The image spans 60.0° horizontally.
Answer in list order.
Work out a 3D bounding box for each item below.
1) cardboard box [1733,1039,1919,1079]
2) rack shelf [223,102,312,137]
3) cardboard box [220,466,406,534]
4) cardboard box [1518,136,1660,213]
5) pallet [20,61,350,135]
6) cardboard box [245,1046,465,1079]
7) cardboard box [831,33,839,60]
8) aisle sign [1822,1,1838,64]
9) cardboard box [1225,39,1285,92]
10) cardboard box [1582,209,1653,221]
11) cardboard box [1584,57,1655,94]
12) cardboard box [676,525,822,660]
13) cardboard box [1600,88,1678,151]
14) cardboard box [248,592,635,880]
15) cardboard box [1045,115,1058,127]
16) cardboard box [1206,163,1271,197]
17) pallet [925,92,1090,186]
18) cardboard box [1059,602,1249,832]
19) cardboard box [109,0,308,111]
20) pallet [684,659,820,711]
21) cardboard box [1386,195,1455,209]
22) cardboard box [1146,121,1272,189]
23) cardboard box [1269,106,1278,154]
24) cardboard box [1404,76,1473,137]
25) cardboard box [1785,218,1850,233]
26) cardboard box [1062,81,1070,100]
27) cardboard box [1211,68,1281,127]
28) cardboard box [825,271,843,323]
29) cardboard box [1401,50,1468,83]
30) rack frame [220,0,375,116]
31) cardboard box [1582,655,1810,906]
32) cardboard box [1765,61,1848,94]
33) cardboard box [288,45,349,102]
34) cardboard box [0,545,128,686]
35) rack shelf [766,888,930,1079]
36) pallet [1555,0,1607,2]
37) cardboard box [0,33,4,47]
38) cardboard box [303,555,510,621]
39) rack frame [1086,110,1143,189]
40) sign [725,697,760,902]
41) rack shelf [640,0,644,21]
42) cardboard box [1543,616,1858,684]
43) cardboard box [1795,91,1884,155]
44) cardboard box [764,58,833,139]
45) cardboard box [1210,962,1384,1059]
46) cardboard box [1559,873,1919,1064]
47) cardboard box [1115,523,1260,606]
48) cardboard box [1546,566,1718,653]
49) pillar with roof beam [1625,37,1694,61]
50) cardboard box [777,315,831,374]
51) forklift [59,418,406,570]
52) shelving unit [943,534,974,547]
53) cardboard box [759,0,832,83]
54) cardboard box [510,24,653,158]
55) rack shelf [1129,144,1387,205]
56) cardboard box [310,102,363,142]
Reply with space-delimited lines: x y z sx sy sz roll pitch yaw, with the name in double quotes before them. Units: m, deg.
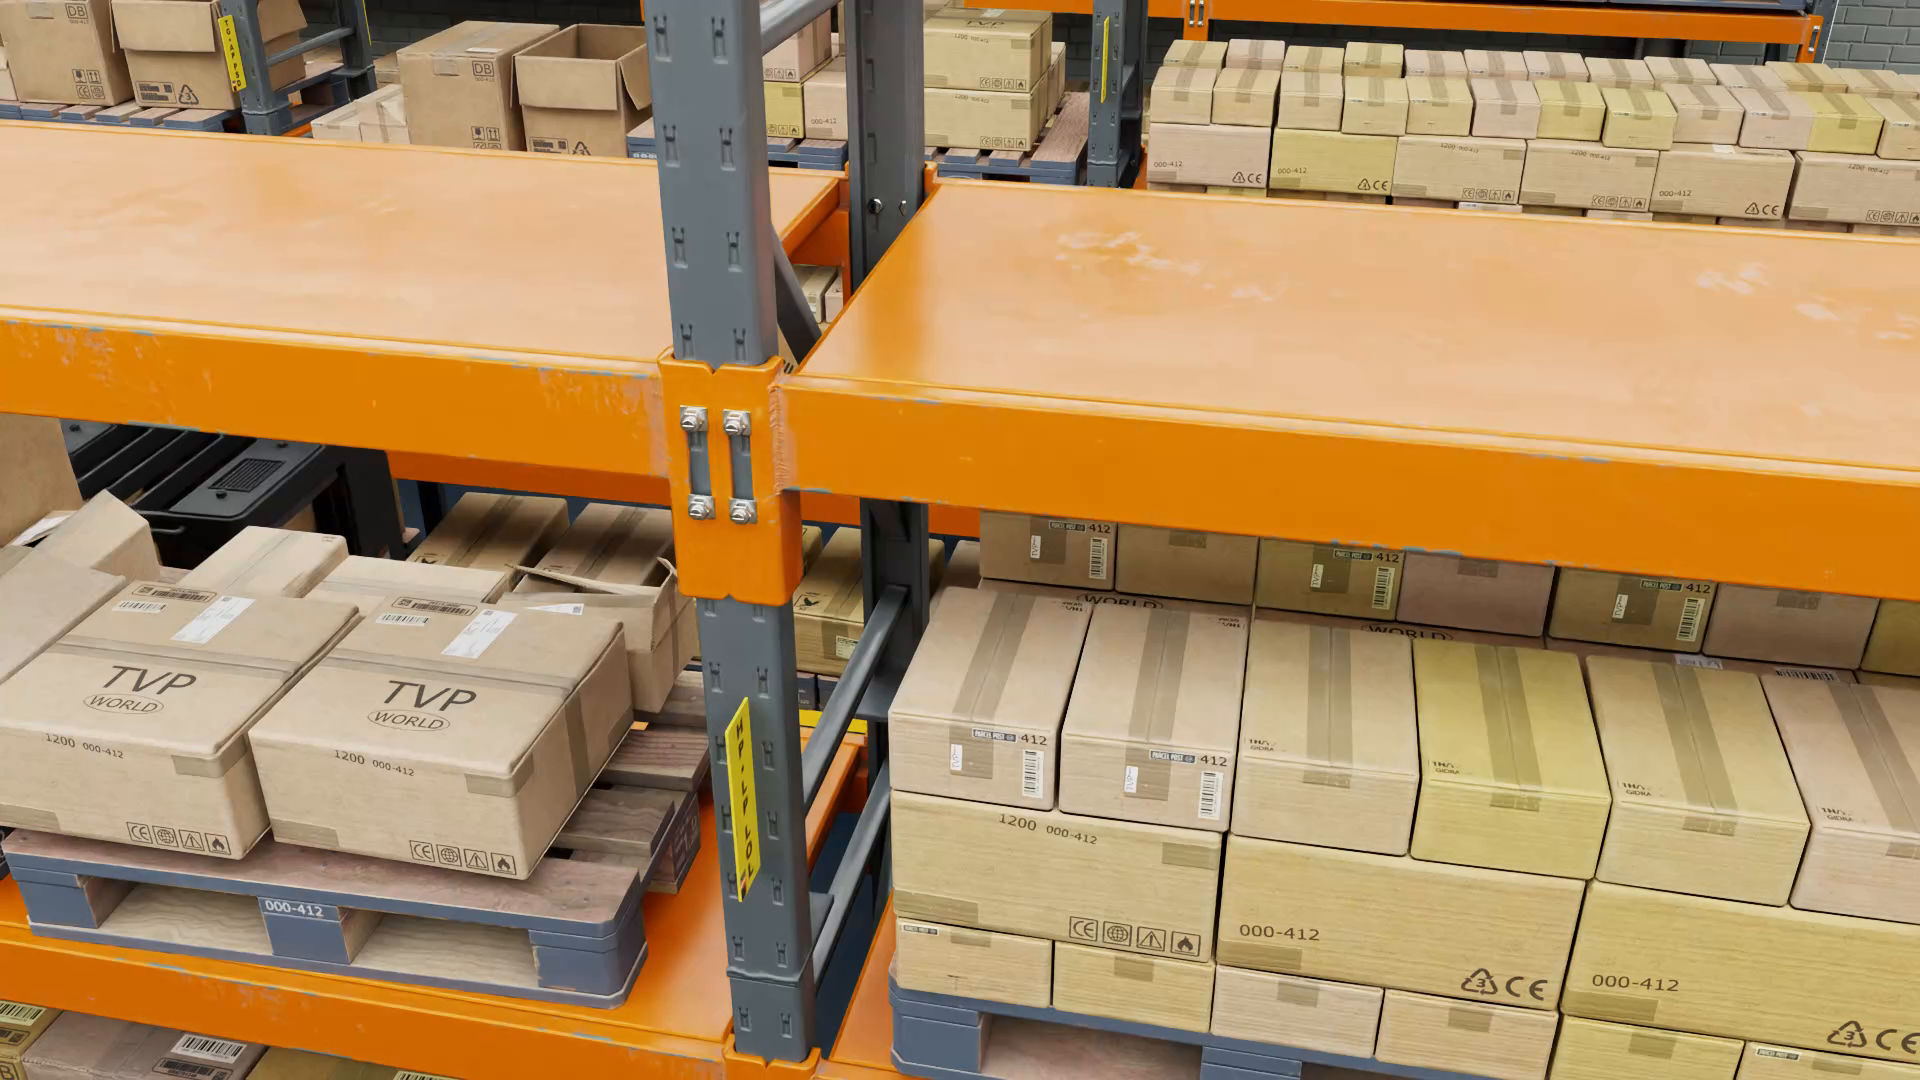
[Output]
"cardboard box" 1.302 0.716 2.577 0.250 0.149 0.380 6 29 11
"rack shelf" -5.162 -2.110 8.768 4.000 0.370 1.077 6 29 11
"cardboard box" -3.864 -0.270 9.557 0.875 0.875 0.875 6 29 10
"cardboard box" 2.567 -1.563 6.866 0.500 0.250 0.500 6 29 11
"pallet" -3.847 -2.182 8.347 1.003 0.211 1.213 7 30 13
"cardboard box" -1.219 1.246 3.866 0.500 0.500 0.700 5 29 10
"cardboard box" -0.775 -2.280 8.048 0.500 0.250 0.500 6 29 10
"aisle sign" 5.654 -3.434 10.854 0.004 0.787 0.394 6 29 11
"cardboard box" 1.332 -2.144 7.513 0.250 0.149 0.380 5 29 9
"cardboard box" 2.699 -1.350 6.893 0.250 0.149 0.380 6 29 10
"cardboard box" 2.831 -1.961 7.178 0.250 0.149 0.380 6 29 12
"cardboard box" -1.192 0.269 9.096 0.625 0.372 0.950 7 29 12
"cardboard box" 2.719 -1.696 6.693 0.250 0.149 0.380 7 29 12
"cardboard box" -0.953 0.353 3.135 0.500 0.250 0.500 6 29 11
"cardboard box" 0.589 -3.129 12.224 0.250 0.149 0.380 5 29 9
"cardboard box" 1.203 -1.514 7.191 0.250 0.149 0.380 6 29 11
"pallet" 0.124 -1.854 7.746 1.003 0.211 1.213 6 29 11
"cardboard box" 0.306 0.264 2.572 0.250 0.149 0.380 6 29 10
"cardboard box" -3.606 -2.422 8.043 0.637 0.503 0.797 4 29 7
"pallet" -1.253 0.516 9.249 1.213 0.211 1.003 6 29 11
"cardboard box" 1.965 -1.466 7.104 0.250 0.149 0.380 5 29 9
"cardboard box" 1.079 -1.716 7.146 0.500 0.250 0.500 5 29 9
"cardboard box" 1.196 -1.971 7.611 0.500 0.250 0.500 6 29 10
"cardboard box" 1.967 -1.796 6.876 0.250 0.149 0.380 5 29 9
"cardboard box" 3.474 -1.326 6.848 0.250 0.149 0.380 6 29 11
"cardboard box" 0.690 -3.397 12.714 0.250 0.149 0.380 6 29 10
"cardboard box" 1.206 -1.866 7.005 0.250 0.149 0.380 7 29 12
"cardboard box" -0.469 -1.155 7.871 0.250 0.149 0.380 5 29 9
"cardboard box" 2.084 -2.037 7.317 0.250 0.149 0.380 5 29 10
"rack frame" -3.206 -3.541 7.509 0.127 3.000 1.000 6 29 11
"cardboard box" 1.054 0.341 2.432 0.250 0.149 0.380 6 29 11
"cardboard box" 3.601 -1.926 7.114 0.250 0.149 0.380 6 29 10
"cardboard box" -5.152 -3.664 13.440 0.500 0.500 0.700 6 29 11
"cardboard box" -1.989 0.249 3.261 0.500 0.311 0.500 5 29 9
"rack shelf" 1.727 1.027 3.038 4.000 0.370 1.077 6 29 11
"pallet" 3.768 -3.920 11.417 1.213 0.211 1.003 6 29 11
"cardboard box" -4.990 -2.494 8.178 0.500 0.500 0.500 6 29 11
"cardboard box" -1.191 0.172 3.570 0.380 0.149 0.250 6 29 11
"rack frame" 0.706 -0.508 8.217 0.127 3.000 1.000 6 29 11
"sign" -0.333 0.402 2.565 0.005 0.325 0.100 6 29 11
"rack shelf" -4.129 -4.442 13.027 4.000 0.370 1.077 6 29 11
"cardboard box" 1.289 0.249 3.015 0.500 0.250 0.500 6 29 10
"cardboard box" 3.490 -1.668 6.643 0.250 0.149 0.380 6 29 11
"cardboard box" -0.888 -2.038 7.606 0.500 0.250 0.500 6 29 11
"cardboard box" 0.553 0.640 2.716 0.250 0.149 0.380 6 29 10
"cardboard box" 1.178 0.499 2.559 0.500 0.250 0.500 6 29 10
"cardboard box" 0.443 -0.044 3.136 0.250 0.149 0.380 6 29 10
"cardboard box" 1.186 0.031 2.997 0.250 0.149 0.380 6 29 11
"pillar with roof beam" 4.259 -3.541 7.510 0.400 9.000 9.100 6 29 11
"cardboard box" -0.782 -0.909 8.098 0.500 0.500 0.500 7 29 12
"forklift" -2.773 0.576 6.307 1.130 2.935 3.031 5 29 9
"shelving unit" 0.014 -0.525 10.121 0.189 1.200 0.258 6 29 11
"cardboard box" -0.890 -2.252 7.476 0.500 0.250 0.500 6 29 11
"cardboard box" -1.708 -2.131 7.949 0.637 0.503 0.797 6 29 11
"rack shelf" 2.662 -1.308 7.303 4.000 0.370 1.077 6 29 11
"cardboard box" -2.933 -2.003 8.086 0.250 0.149 0.380 6 29 11
